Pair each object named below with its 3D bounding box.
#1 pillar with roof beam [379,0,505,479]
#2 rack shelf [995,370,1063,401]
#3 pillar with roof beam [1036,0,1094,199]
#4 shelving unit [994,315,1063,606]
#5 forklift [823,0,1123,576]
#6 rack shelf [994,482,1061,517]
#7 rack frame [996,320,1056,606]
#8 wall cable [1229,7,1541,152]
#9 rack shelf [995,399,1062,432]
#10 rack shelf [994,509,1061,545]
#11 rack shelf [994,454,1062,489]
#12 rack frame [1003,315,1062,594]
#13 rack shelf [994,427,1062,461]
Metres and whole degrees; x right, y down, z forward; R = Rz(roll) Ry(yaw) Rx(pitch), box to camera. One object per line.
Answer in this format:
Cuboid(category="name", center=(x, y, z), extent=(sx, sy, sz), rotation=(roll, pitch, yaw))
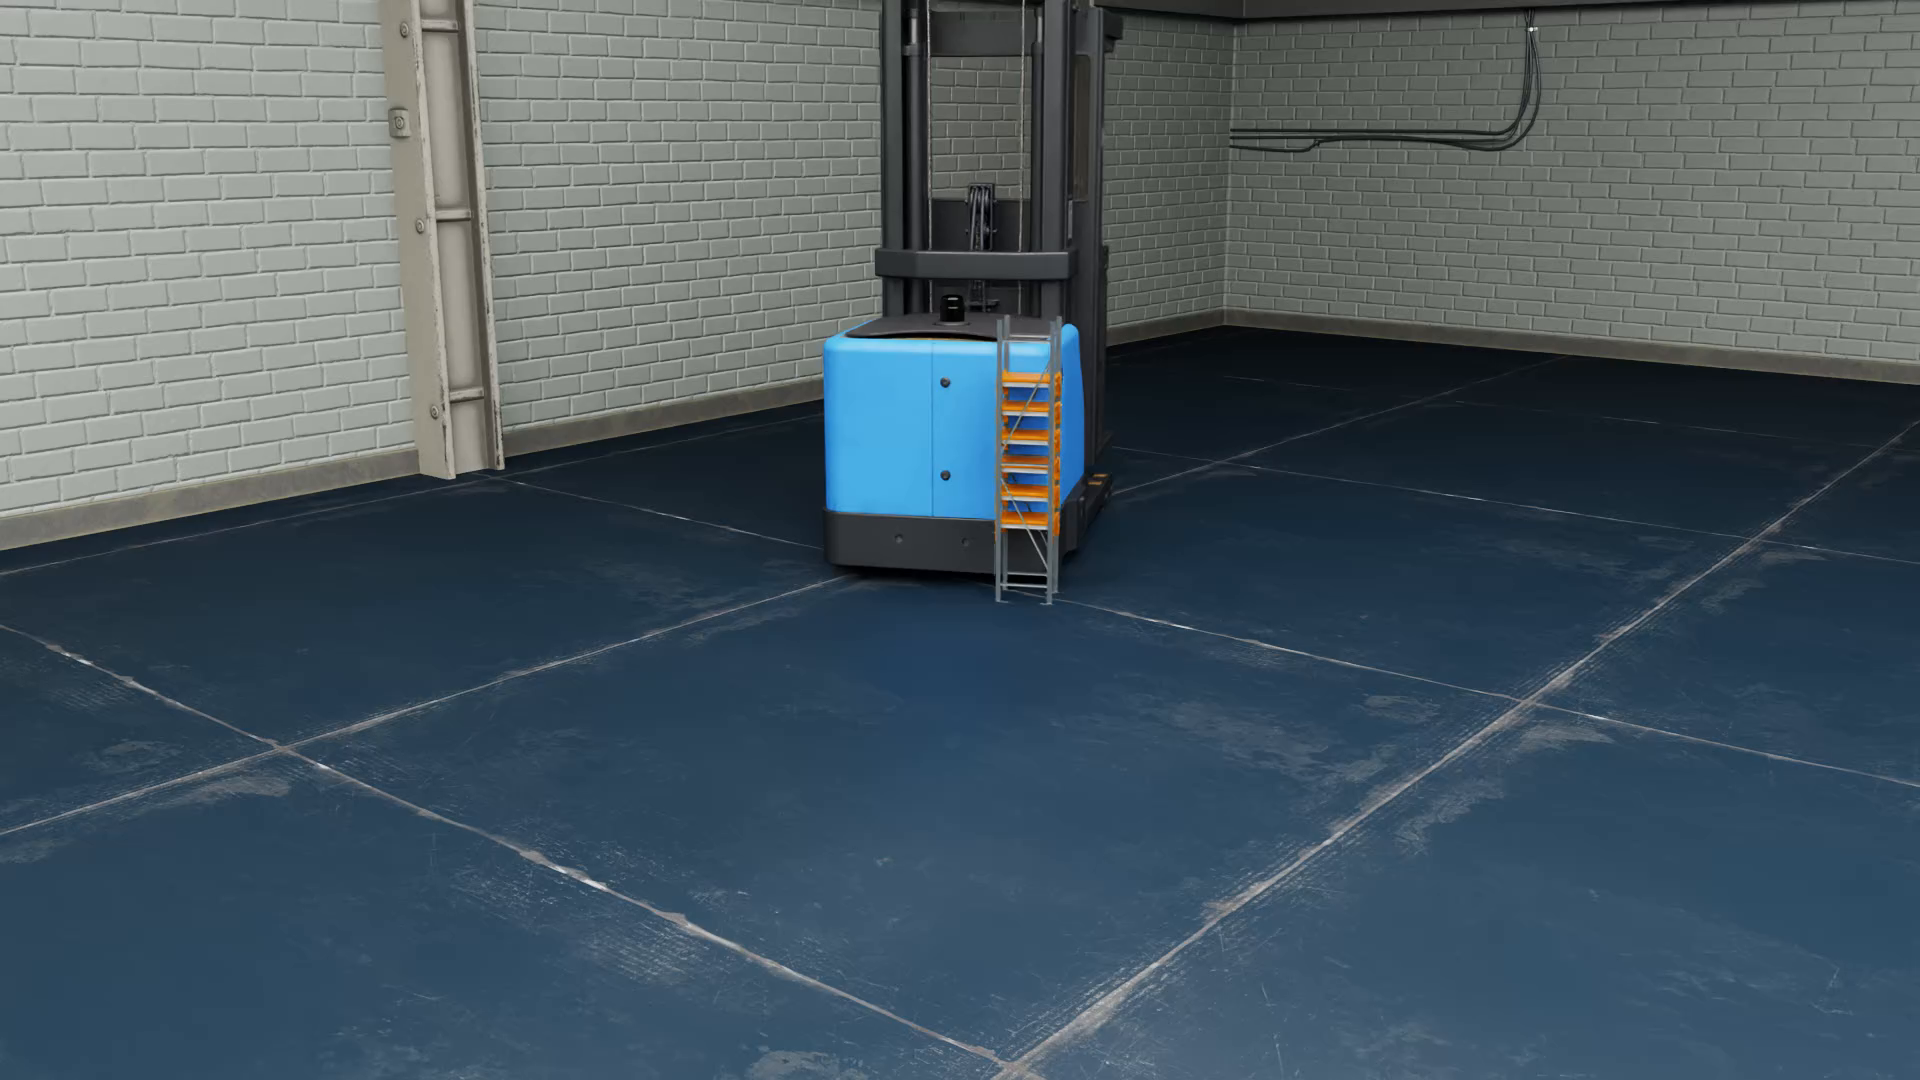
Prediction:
Cuboid(category="pillar with roof beam", center=(0.434, -4.102, 5.992), extent=(9.100, 9.000, 0.400), rotation=(11, 18, 38))
Cuboid(category="rack shelf", center=(0.287, -0.638, 6.914), extent=(0.258, 0.103, 0.180), rotation=(3, 15, 11))
Cuboid(category="pillar with roof beam", center=(4.205, -5.251, 10.515), extent=(9.100, 9.000, 0.400), rotation=(11, 18, 38))
Cuboid(category="shelving unit", center=(0.287, -0.332, 6.992), extent=(0.258, 1.200, 0.189), rotation=(3, 15, 11))
Cuboid(category="forklift", center=(0.206, -1.581, 8.395), extent=(1.130, 2.935, 3.031), rotation=(3, 15, 12))
Cuboid(category="rack shelf", center=(0.287, -0.172, 7.032), extent=(0.258, 0.103, 0.180), rotation=(3, 15, 11))
Cuboid(category="rack frame", center=(0.269, -0.310, 6.905), extent=(0.240, 1.200, 0.006), rotation=(3, 15, 11))
Cuboid(category="wall cable", center=(3.737, -4.771, 14.935), extent=(3.097, 2.526, 0.112), rotation=(11, 18, 38))
Cuboid(category="rack shelf", center=(0.287, -0.521, 6.944), extent=(0.258, 0.103, 0.180), rotation=(3, 15, 11))
Cuboid(category="rack shelf", center=(0.287, -0.056, 7.062), extent=(0.258, 0.103, 0.180), rotation=(3, 15, 11))
Cuboid(category="rack shelf", center=(0.287, -0.289, 7.003), extent=(0.258, 0.103, 0.180), rotation=(3, 15, 11))
Cuboid(category="rack frame", center=(0.305, -0.354, 7.079), extent=(0.240, 1.200, 0.006), rotation=(3, 15, 11))
Cuboid(category="rack shelf", center=(0.287, -0.405, 6.973), extent=(0.258, 0.103, 0.180), rotation=(3, 15, 11))
